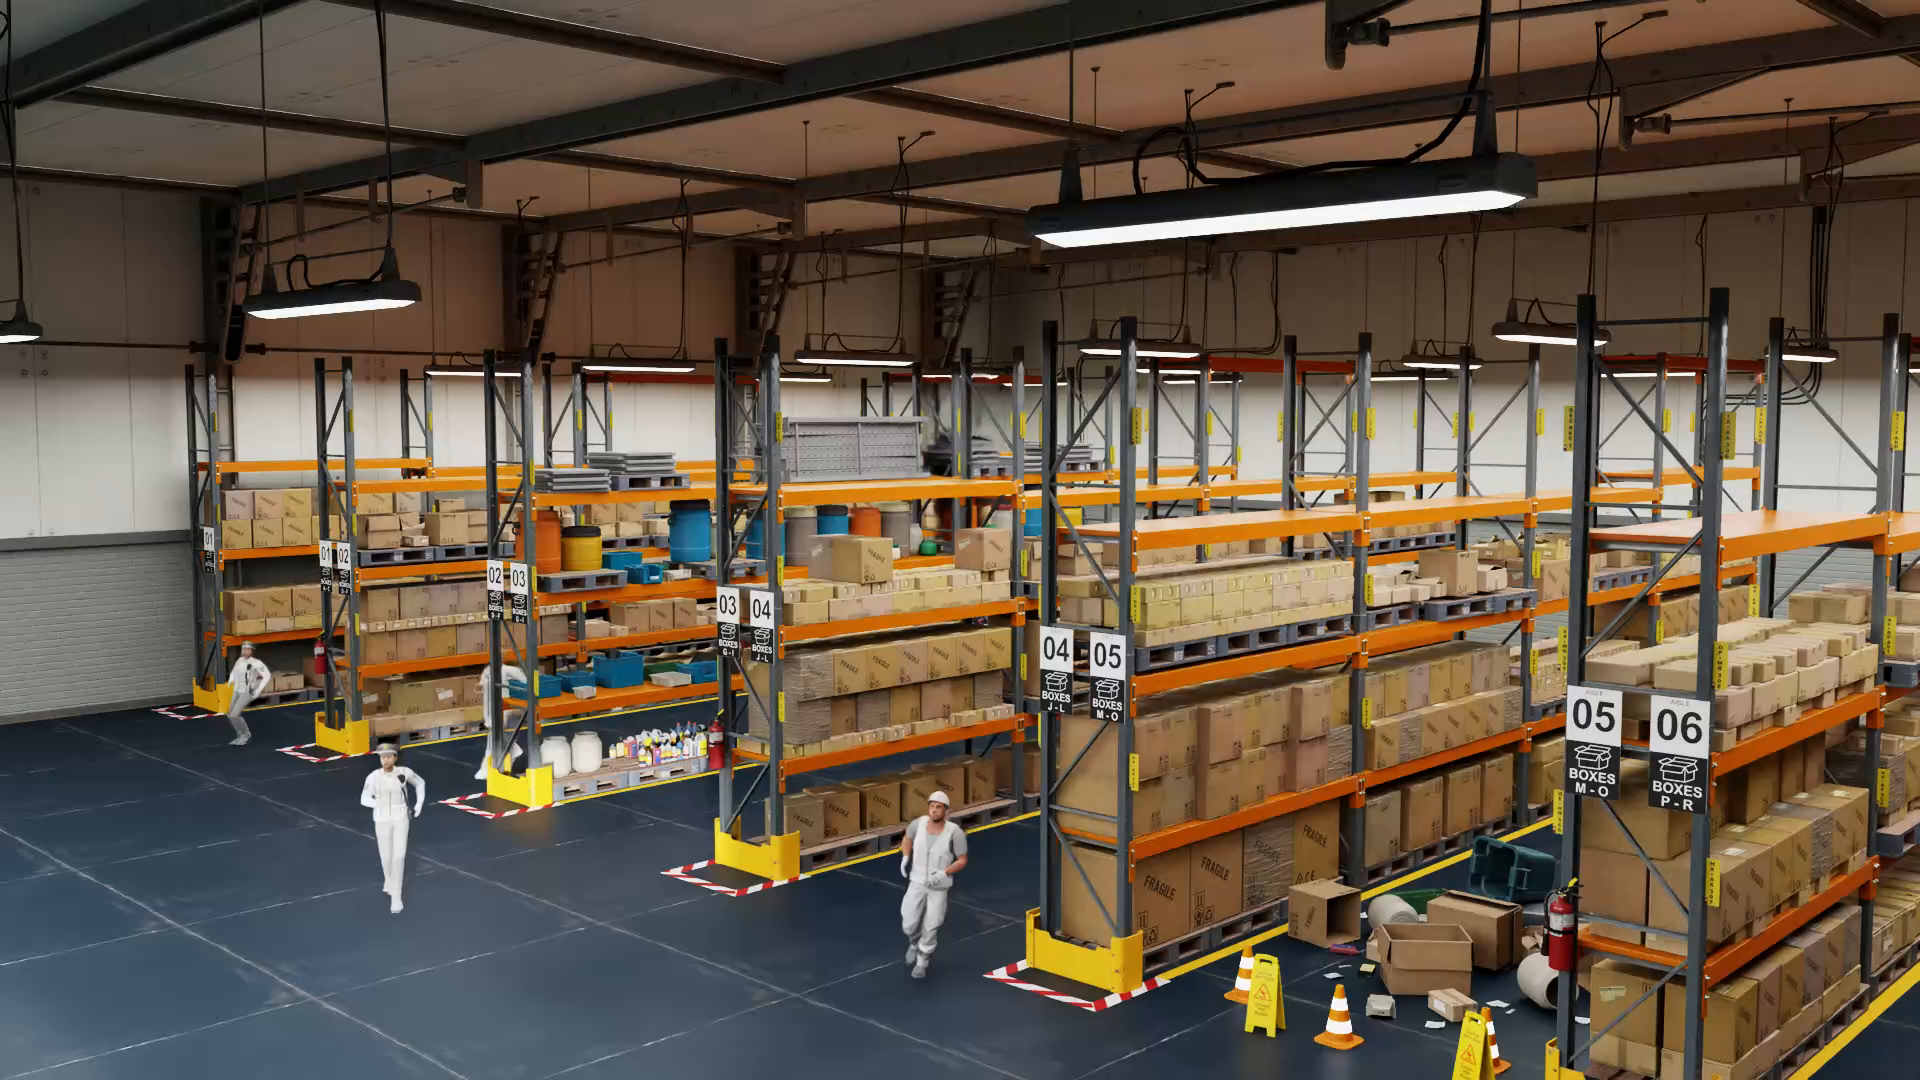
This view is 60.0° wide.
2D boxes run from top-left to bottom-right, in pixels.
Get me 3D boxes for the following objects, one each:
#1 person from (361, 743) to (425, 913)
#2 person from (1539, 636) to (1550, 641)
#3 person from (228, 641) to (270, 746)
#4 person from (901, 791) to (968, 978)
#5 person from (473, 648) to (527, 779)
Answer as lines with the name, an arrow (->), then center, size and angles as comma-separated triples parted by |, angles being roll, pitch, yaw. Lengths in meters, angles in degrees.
person -> -5.981, 2.985, 17.531 | 0.618, 1.718, 0.843 | -1, 4, -11
person -> 9.188, 2.343, 25.995 | 0.854, 1.697, 0.572 | -4, 6, -42
person -> -11.126, 2.380, 25.833 | 0.635, 1.652, 0.545 | 2, 5, 29
person -> -0.253, 3.144, 15.144 | 0.660, 1.746, 0.556 | 1, 5, 15
person -> -6.586, 2.436, 23.683 | 0.708, 1.772, 1.000 | 3, 5, 31
